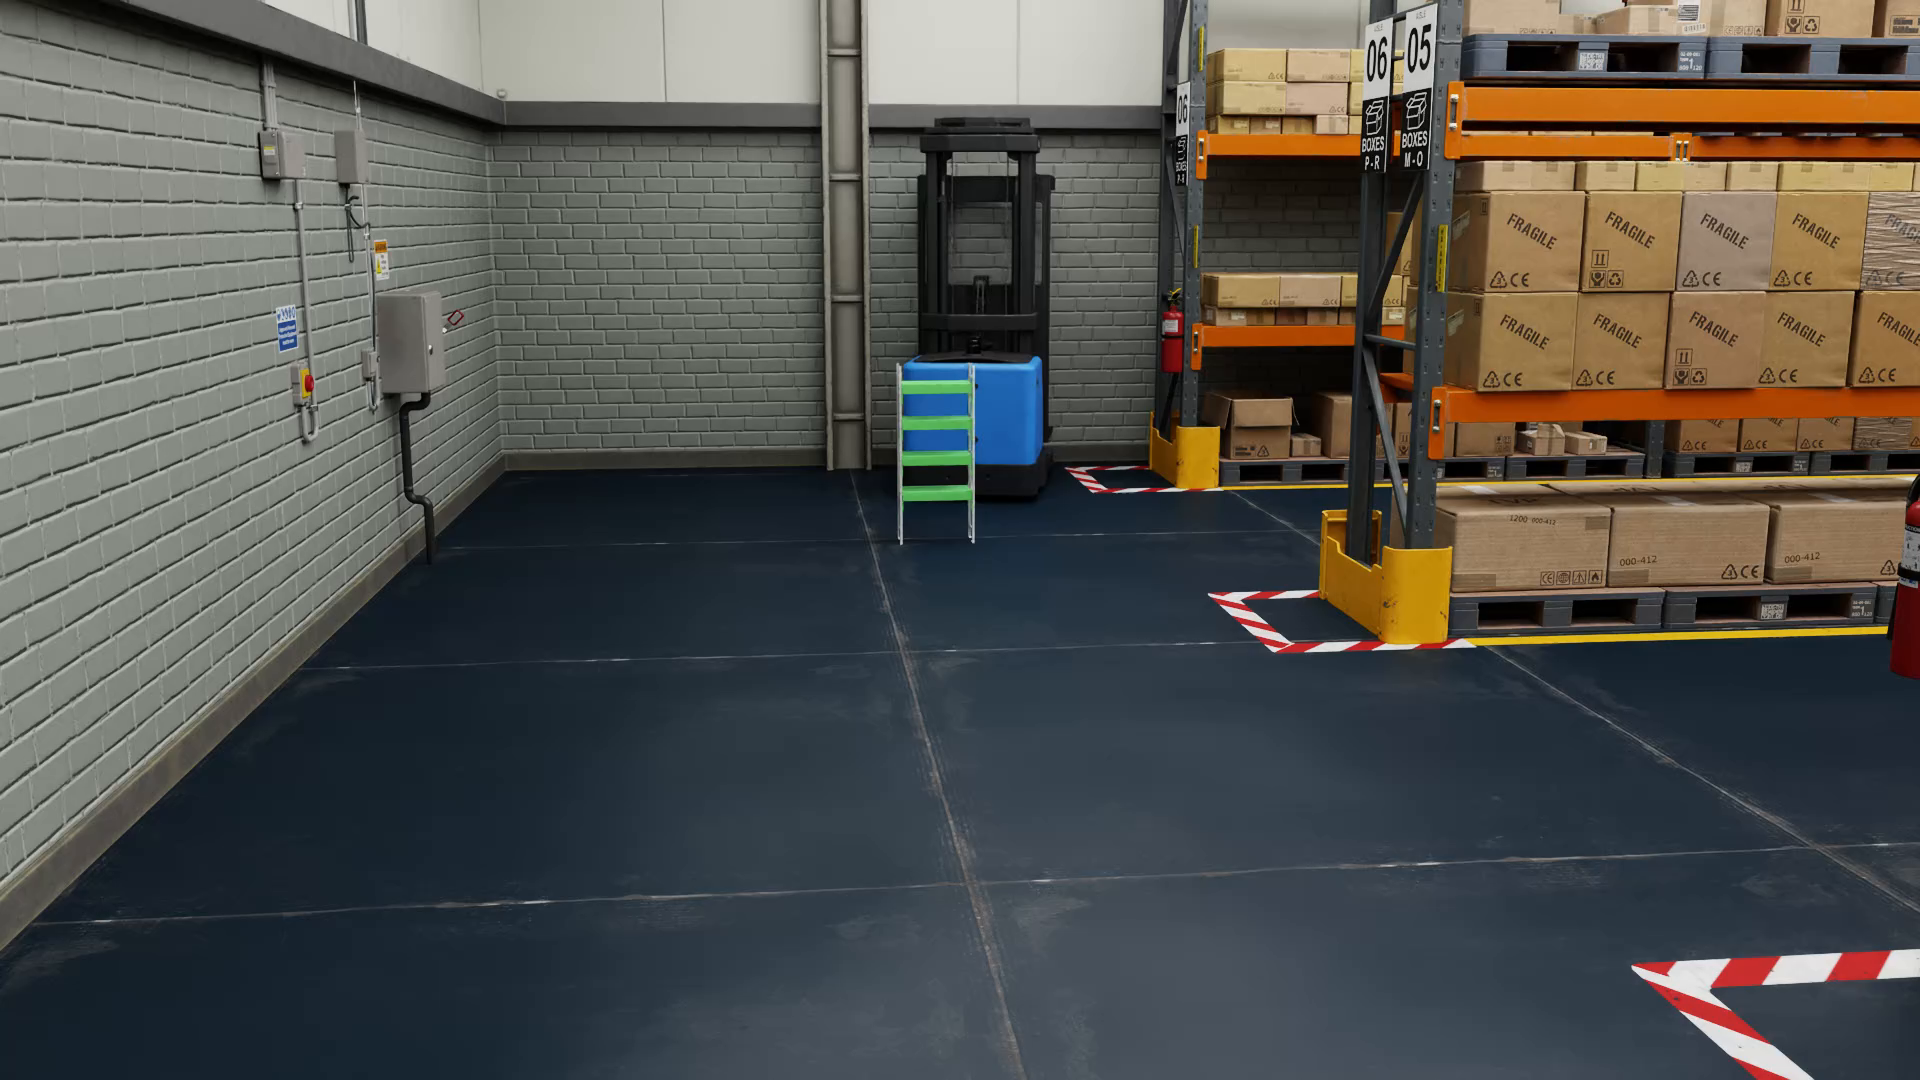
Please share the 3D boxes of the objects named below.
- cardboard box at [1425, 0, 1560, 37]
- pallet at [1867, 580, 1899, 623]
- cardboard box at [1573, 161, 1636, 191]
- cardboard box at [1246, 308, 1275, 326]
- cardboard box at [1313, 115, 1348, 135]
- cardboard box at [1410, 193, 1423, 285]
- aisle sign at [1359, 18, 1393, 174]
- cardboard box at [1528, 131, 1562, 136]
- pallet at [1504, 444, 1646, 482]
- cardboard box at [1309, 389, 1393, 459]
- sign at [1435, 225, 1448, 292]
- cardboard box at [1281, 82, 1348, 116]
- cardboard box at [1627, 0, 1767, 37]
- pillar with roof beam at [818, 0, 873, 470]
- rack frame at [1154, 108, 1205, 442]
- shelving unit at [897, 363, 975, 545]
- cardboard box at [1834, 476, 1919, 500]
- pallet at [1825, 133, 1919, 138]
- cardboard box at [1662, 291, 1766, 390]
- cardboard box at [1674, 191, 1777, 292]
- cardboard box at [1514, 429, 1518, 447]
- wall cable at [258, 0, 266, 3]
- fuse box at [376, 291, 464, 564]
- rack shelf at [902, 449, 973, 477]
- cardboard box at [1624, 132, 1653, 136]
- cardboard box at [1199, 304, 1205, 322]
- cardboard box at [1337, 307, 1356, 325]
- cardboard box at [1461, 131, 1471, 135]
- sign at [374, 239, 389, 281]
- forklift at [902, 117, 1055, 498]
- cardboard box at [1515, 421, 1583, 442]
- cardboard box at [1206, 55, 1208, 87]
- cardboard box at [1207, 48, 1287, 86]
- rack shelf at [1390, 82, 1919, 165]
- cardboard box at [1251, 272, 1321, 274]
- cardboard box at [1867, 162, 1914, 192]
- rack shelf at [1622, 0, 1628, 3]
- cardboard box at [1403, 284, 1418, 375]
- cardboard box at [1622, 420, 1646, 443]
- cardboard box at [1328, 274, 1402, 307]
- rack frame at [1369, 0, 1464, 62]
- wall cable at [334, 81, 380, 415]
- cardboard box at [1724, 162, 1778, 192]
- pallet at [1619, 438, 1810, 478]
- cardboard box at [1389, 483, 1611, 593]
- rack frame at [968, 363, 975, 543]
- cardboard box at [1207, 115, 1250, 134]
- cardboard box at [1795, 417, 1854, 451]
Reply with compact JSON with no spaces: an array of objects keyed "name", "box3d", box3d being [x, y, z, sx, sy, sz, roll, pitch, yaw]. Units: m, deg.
[{"name":"cardboard box","box3d":[2.778,-2.724,8.713,0.500,0.250,0.500,-2,11,-11]},{"name":"pallet","box3d":[5.553,0.242,9.591,1.213,0.211,1.003,-1,11,-6]},{"name":"cardboard box","box3d":[3.247,-1.859,8.514,0.250,0.149,0.380,-1,11,-4]},{"name":"cardboard box","box3d":[2.405,-1.841,13.608,0.250,0.149,0.380,-1,11,-5]},{"name":"cardboard box","box3d":[2.916,-3.304,13.276,0.250,0.149,0.380,-1,11,-5]},{"name":"cardboard box","box3d":[2.794,-1.639,9.080,0.500,0.500,0.500,-1,11,-4]},{"name":"aisle sign","box3d":[2.235,-2.378,8.947,0.004,0.787,0.394,-1,11,-6]},{"name":"cardboard box","box3d":[4.695,-3.351,13.512,0.250,0.149,0.380,-1,11,-6]},{"name":"pallet","box3d":[5.094,-0.697,14.365,1.213,0.211,1.003,-1,11,-6]},{"name":"cardboard box","box3d":[3.273,-0.980,13.970,0.500,0.500,0.700,-1,11,-4]},{"name":"sign","box3d":[2.394,-1.401,8.270,0.005,0.325,0.100,-1,11,-6]},{"name":"cardboard box","box3d":[2.774,-3.511,13.295,0.500,0.250,0.500,-1,11,-5]},{"name":"cardboard box","box3d":[3.834,-2.749,8.682,0.500,0.311,0.500,-1,11,-5]},{"name":"pillar with roof beam","box3d":[-0.512,-4.231,9.560,0.400,9.000,9.100,-1,11,-6]},{"name":"rack frame","box3d":[1.801,-1.996,13.744,0.127,3.000,1.000,-1,11,-6]},{"name":"shelving unit","box3d":[-0.165,-0.585,11.235,0.503,1.200,0.258,-1,11,-6]},{"name":"cardboard box","box3d":[5.681,-0.084,9.571,0.875,0.438,0.875,-1,11,-7]},{"name":"pallet","box3d":[7.464,-3.481,14.010,1.003,0.211,1.213,-1,11,-6]},{"name":"cardboard box","box3d":[3.856,-1.071,8.781,0.500,0.500,0.500,-1,11,-6]},{"name":"cardboard box","box3d":[3.872,-1.563,8.693,0.500,0.500,0.500,-1,11,-7]},{"name":"cardboard box","box3d":[4.664,-0.909,14.517,0.250,0.149,0.380,-1,11,-7]},{"name":"wall cable","box3d":[-3.284,-3.815,7.446,0.029,3.000,0.463,-1,11,-6]},{"name":"fuse box","box3d":[-3.345,-0.696,10.471,0.414,1.711,0.539,-1,11,-6]},{"name":"rack shelf","box3d":[-0.165,-0.523,11.247,0.480,0.148,0.258,-1,11,-6]},{"name":"cardboard box","box3d":[5.452,-3.364,13.577,0.250,0.149,0.380,-1,11,-6]},{"name":"cardboard box","box3d":[2.101,-1.931,14.065,0.250,0.149,0.380,-1,11,-7]},{"name":"cardboard box","box3d":[3.184,-1.853,13.670,0.250,0.149,0.380,-1,11,-5]},{"name":"cardboard box","box3d":[3.924,-3.326,13.385,0.250,0.149,0.380,-1,11,-5]},{"name":"sign","box3d":[-3.545,-1.718,10.191,0.001,0.242,0.339,-1,11,-6]},{"name":"forklift","box3d":[0.223,-2.002,13.952,1.130,2.935,3.031,1,11,6]},{"name":"cardboard box","box3d":[5.095,-0.997,14.548,0.500,0.311,0.500,-1,11,-4]},{"name":"cardboard box","box3d":[2.212,-3.848,13.712,0.500,0.250,0.500,-2,11,-8]},{"name":"cardboard box","box3d":[2.269,-3.746,13.195,0.500,0.250,0.500,-1,11,-7]},{"name":"rack shelf","box3d":[4.329,-2.205,8.895,4.000,0.370,1.077,-1,11,-6]},{"name":"cardboard box","box3d":[2.742,-2.139,14.091,0.500,0.250,0.500,-1,11,-6]},{"name":"cardboard box","box3d":[4.767,-1.903,8.741,0.250,0.149,0.380,-1,11,-7]},{"name":"rack shelf","box3d":[3.789,-4.627,13.447,4.000,0.370,1.077,-1,11,-6]},{"name":"cardboard box","box3d":[2.791,-1.154,9.202,0.500,0.500,0.500,-1,11,-6]},{"name":"cardboard box","box3d":[6.233,-1.126,14.709,0.500,0.500,0.500,-1,11,-6]},{"name":"cardboard box","box3d":[3.286,-2.048,13.626,0.500,0.250,0.500,-1,11,-7]},{"name":"rack frame","box3d":[2.340,-3.988,8.324,0.127,3.000,1.000,-1,11,-6]},{"name":"wall cable","box3d":[-3.428,-1.692,9.567,0.122,1.984,0.588,-1,11,-6]},{"name":"cardboard box","box3d":[4.015,-1.881,8.625,0.250,0.149,0.380,-1,11,-6]},{"name":"pallet","box3d":[6.582,-0.735,14.560,1.213,0.211,1.003,-1,11,-6]},{"name":"cardboard box","box3d":[2.986,-0.026,9.277,0.875,0.438,0.875,-2,11,-8]},{"name":"rack frame","box3d":[0.078,-0.590,11.261,0.015,1.200,0.240,-1,11,-6]},{"name":"cardboard box","box3d":[2.143,-3.306,13.286,0.250,0.149,0.380,-1,11,-5]},{"name":"cardboard box","box3d":[7.307,-1.048,14.315,0.500,0.500,0.500,-2,11,-8]}]
